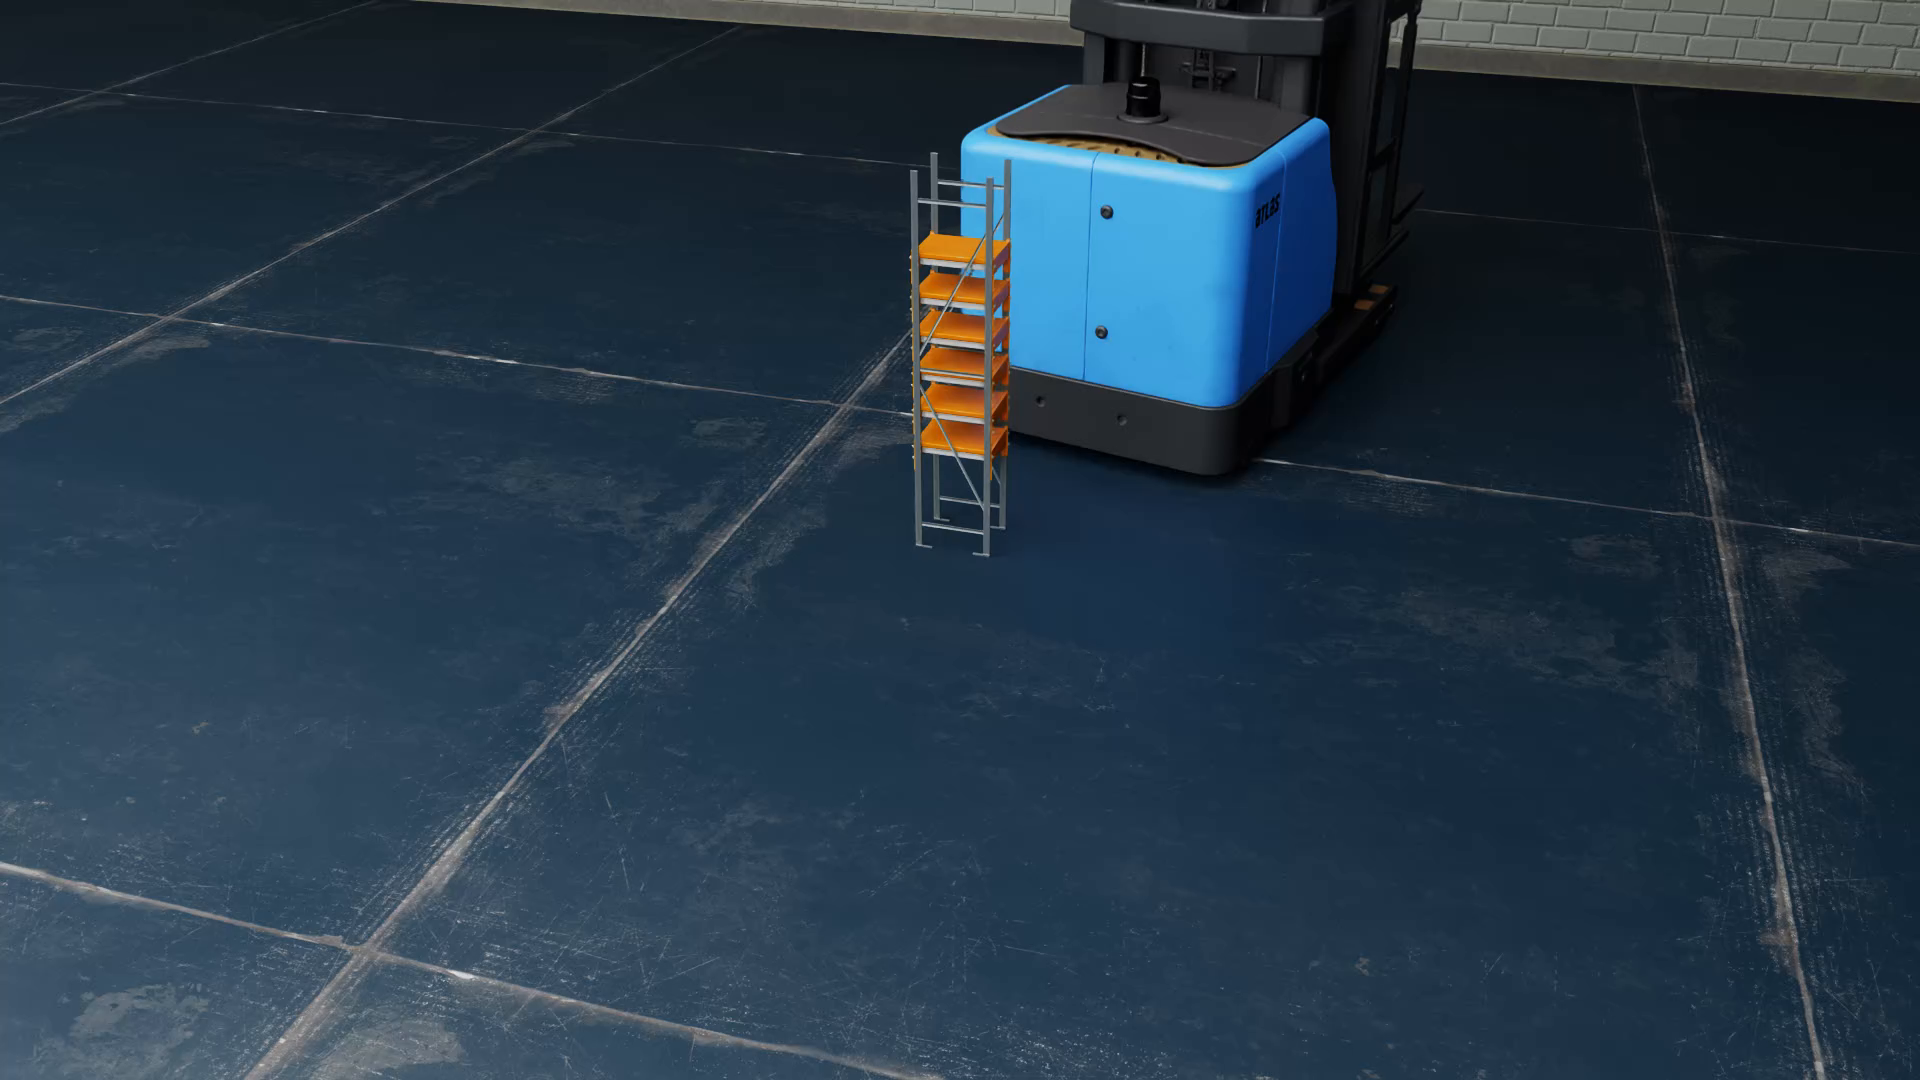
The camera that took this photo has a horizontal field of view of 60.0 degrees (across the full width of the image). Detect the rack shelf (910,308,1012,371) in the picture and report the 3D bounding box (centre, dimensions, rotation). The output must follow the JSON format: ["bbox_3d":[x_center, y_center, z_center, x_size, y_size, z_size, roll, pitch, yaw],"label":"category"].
[{"bbox_3d":[0.004,-0.597,4.934,0.258,0.103,0.180,8,30,15],"label":"rack shelf"}]

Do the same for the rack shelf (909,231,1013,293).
[{"bbox_3d":[0.004,-0.807,4.817,0.258,0.103,0.180,8,30,15],"label":"rack shelf"}]

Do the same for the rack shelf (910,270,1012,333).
[{"bbox_3d":[0.004,-0.702,4.875,0.258,0.103,0.180,8,30,15],"label":"rack shelf"}]

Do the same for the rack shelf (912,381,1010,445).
[{"bbox_3d":[0.004,-0.387,5.050,0.258,0.103,0.180,8,30,15],"label":"rack shelf"}]

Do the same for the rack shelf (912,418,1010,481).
[{"bbox_3d":[0.004,-0.282,5.109,0.258,0.103,0.180,8,30,15],"label":"rack shelf"}]

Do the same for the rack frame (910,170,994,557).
[{"bbox_3d":[-0.023,-0.489,4.894,0.240,1.200,0.006,8,30,15],"label":"rack frame"}]

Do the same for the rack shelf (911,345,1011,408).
[{"bbox_3d":[0.004,-0.492,4.992,0.258,0.103,0.180,8,30,15],"label":"rack shelf"}]

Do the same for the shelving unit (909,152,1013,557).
[{"bbox_3d":[0.004,-0.531,4.970,0.258,1.200,0.189,8,30,15],"label":"shelving unit"}]

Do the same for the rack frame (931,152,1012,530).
[{"bbox_3d":[0.031,-0.574,5.047,0.240,1.200,0.006,8,30,15],"label":"rack frame"}]

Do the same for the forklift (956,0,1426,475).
[{"bbox_3d":[1.143,-2.179,6.152,1.130,2.935,3.031,15,32,25],"label":"forklift"}]
